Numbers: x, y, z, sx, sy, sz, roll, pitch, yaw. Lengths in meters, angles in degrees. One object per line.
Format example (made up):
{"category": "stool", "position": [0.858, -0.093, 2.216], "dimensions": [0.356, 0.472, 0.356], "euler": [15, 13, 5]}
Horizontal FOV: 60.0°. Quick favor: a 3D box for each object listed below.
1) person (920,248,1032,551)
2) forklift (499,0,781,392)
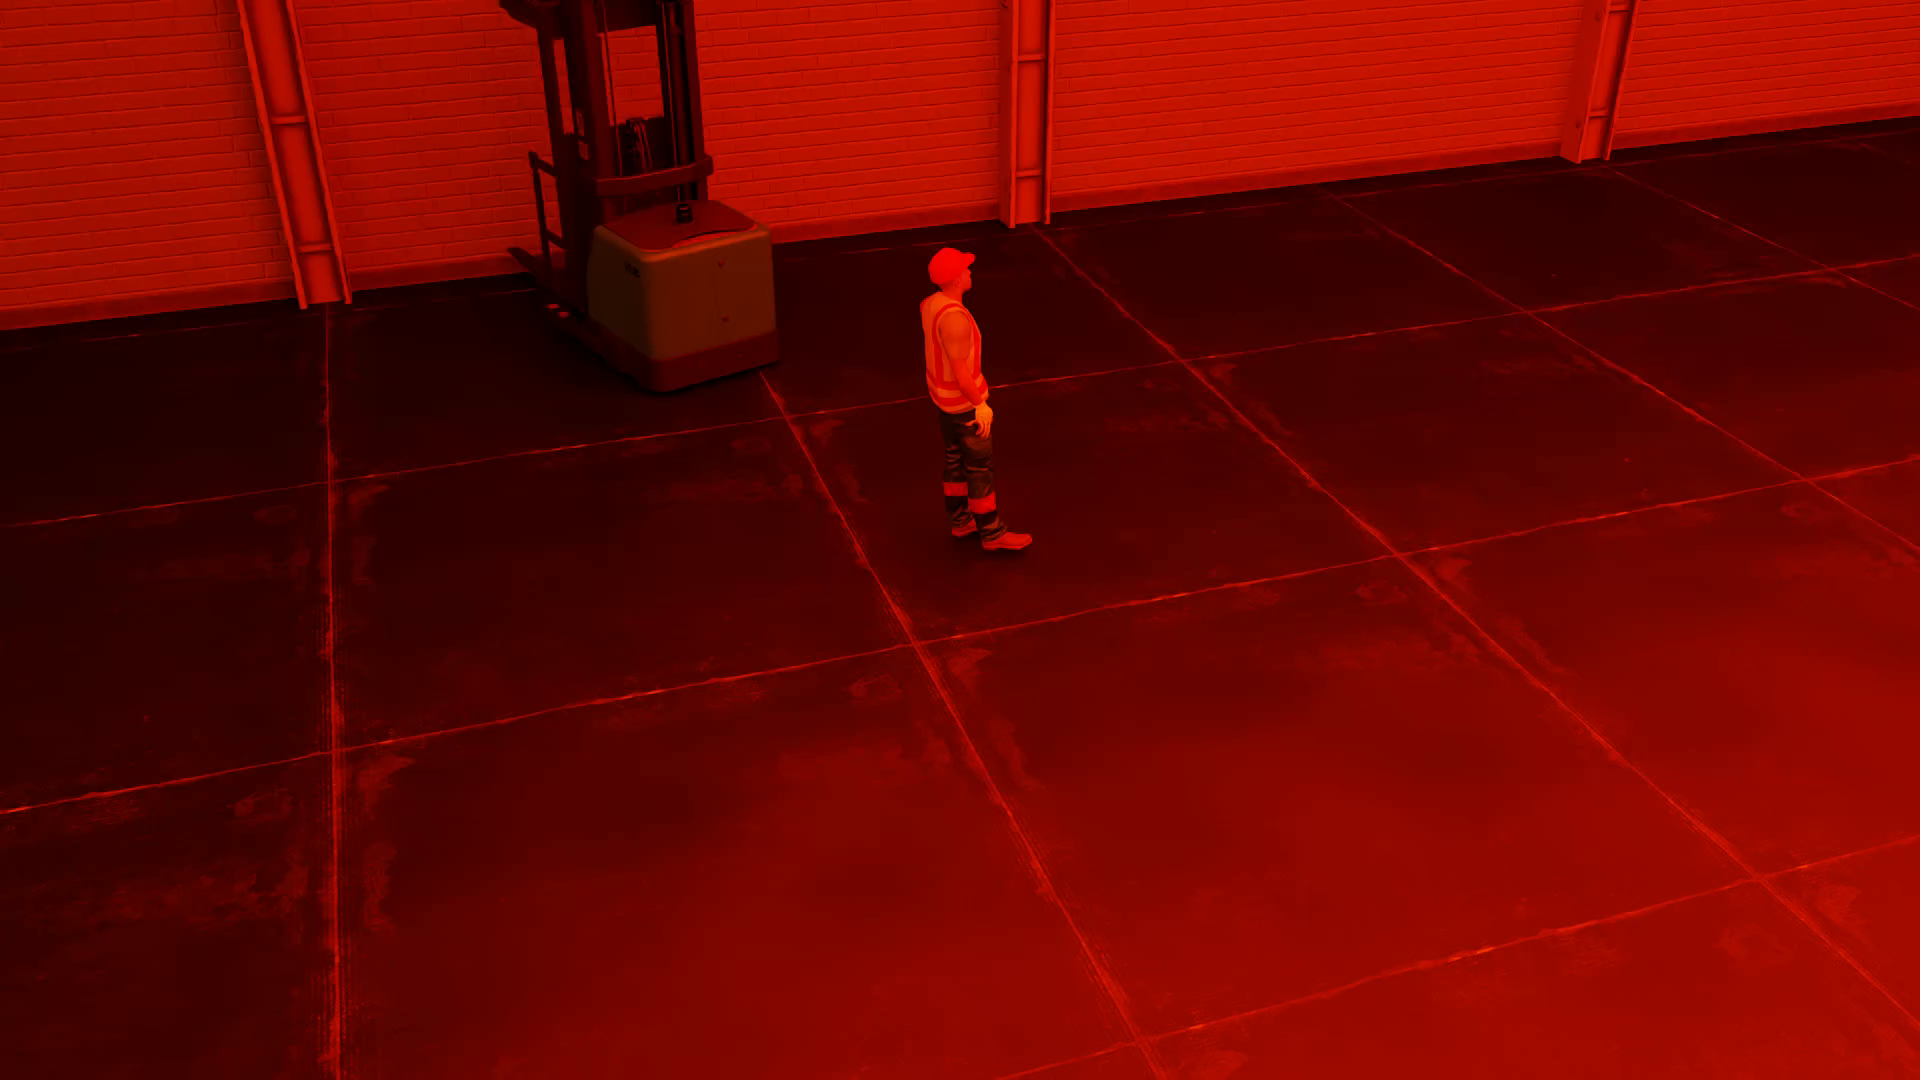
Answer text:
{"category": "person", "position": [0.080, -0.824, 9.570], "dimensions": [0.561, 1.789, 0.638], "euler": [-10, 31, -16]}
{"category": "forklift", "position": [-2.594, -2.991, 12.285], "dimensions": [1.130, 2.935, 3.031], "euler": [-20, 36, -31]}
